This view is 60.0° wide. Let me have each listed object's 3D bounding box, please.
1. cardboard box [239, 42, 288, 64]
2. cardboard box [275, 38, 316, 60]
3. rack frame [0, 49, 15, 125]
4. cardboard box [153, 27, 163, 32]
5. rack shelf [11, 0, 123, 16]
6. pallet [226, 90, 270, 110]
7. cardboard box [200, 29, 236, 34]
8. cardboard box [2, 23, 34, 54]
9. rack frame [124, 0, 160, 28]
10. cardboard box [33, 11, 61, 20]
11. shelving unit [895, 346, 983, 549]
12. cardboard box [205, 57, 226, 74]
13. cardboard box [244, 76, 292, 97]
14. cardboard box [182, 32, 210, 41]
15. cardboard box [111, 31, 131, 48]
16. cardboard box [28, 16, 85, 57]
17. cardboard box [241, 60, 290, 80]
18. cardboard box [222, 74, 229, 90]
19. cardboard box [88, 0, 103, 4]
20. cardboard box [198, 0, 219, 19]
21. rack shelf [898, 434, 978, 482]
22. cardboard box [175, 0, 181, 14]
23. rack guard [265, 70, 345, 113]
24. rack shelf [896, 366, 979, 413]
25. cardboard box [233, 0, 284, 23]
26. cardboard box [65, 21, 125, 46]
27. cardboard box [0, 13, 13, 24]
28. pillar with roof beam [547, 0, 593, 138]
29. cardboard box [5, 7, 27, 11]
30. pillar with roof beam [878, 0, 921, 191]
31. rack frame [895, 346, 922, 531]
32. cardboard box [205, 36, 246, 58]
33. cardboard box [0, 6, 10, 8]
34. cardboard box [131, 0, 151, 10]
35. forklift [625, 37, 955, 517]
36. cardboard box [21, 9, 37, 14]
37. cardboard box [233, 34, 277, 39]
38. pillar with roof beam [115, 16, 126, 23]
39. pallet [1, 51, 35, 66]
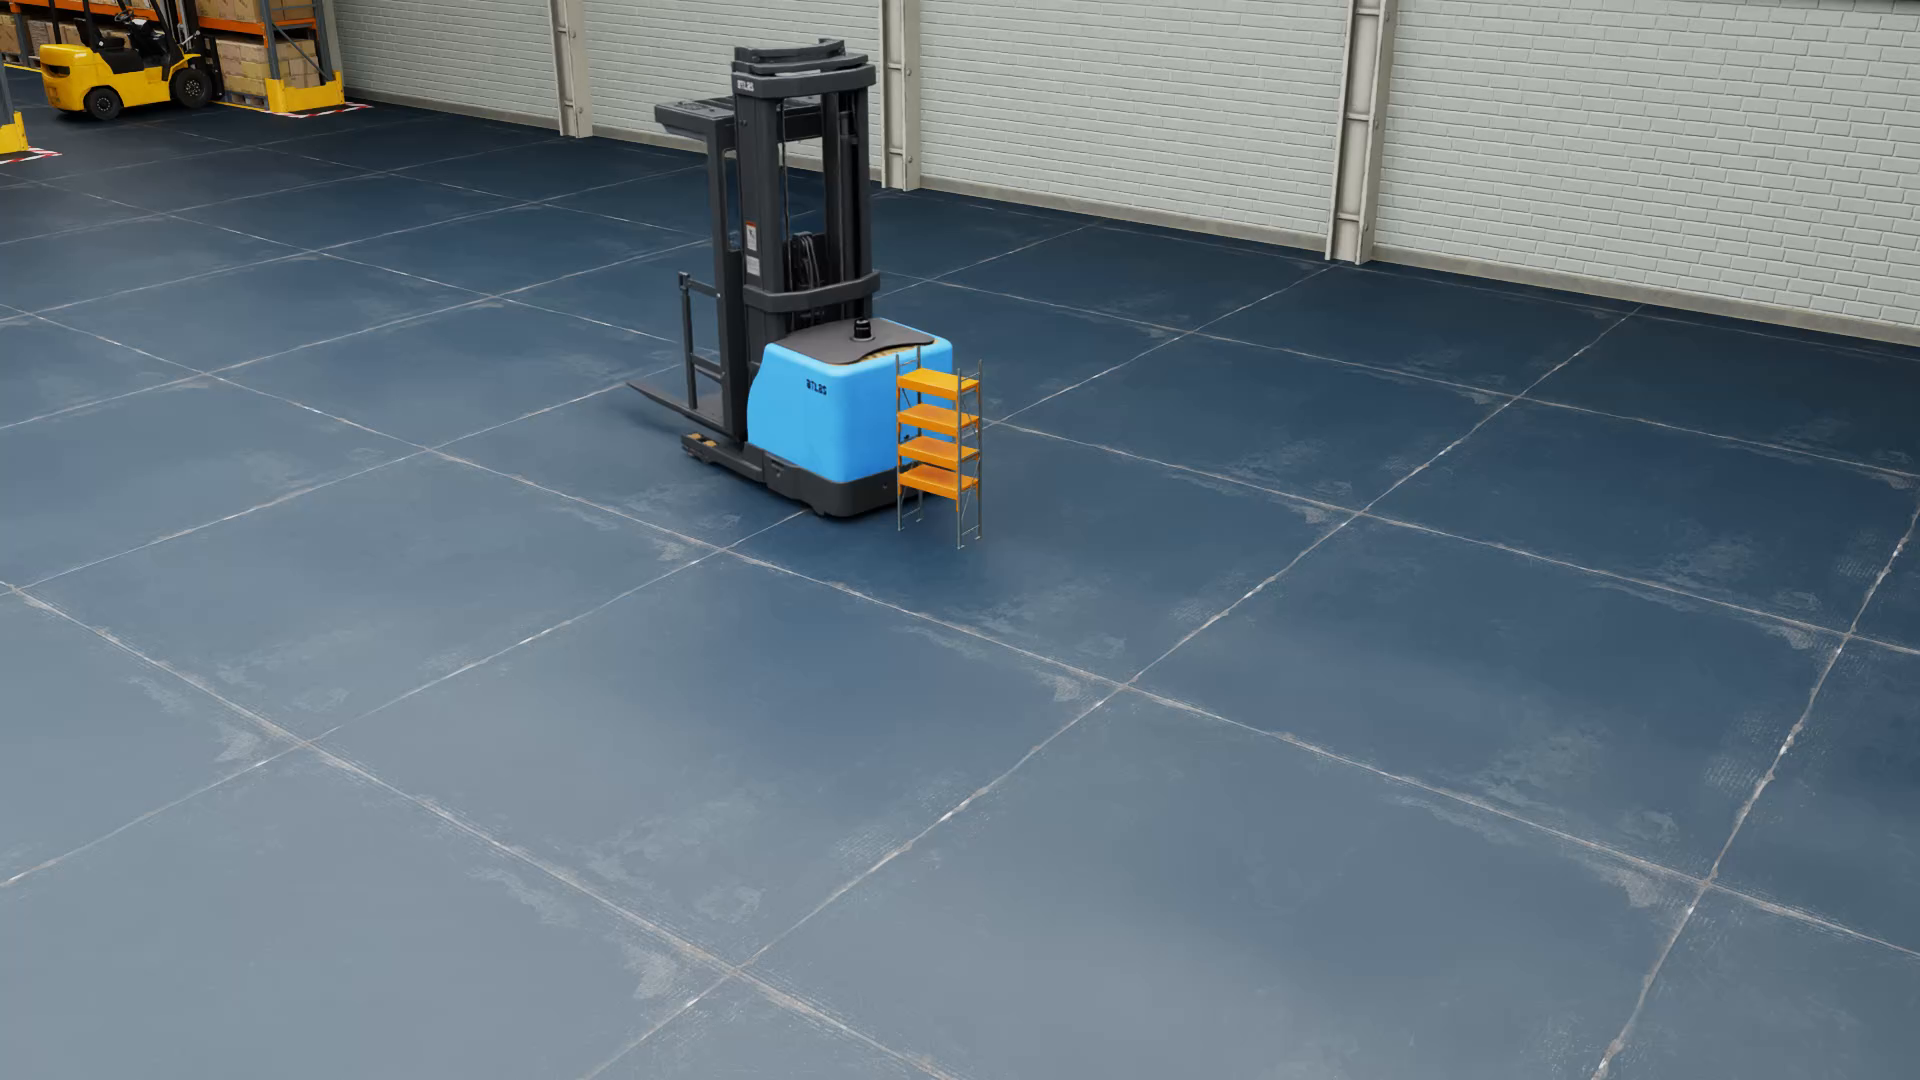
[{"bbox_3d":[-10.869,-7.615,25.962,0.500,0.250,0.500,18,29,35],"label":"cardboard box"},{"bbox_3d":[-10.585,-7.782,26.340,0.500,0.250,0.500,16,29,33],"label":"cardboard box"},{"bbox_3d":[-13.288,-6.611,22.033,0.127,3.000,1.000,17,29,33],"label":"rack frame"},{"bbox_3d":[-13.316,-8.353,27.638,0.500,0.250,0.500,16,29,33],"label":"cardboard box"},{"bbox_3d":[-15.115,-9.335,29.108,4.000,0.370,1.077,17,29,33],"label":"rack shelf"},{"bbox_3d":[-10.951,-7.108,26.621,1.213,0.211,1.003,17,29,33],"label":"pallet"},{"bbox_3d":[-12.194,-8.271,27.450,0.500,0.250,0.500,17,29,34],"label":"cardboard box"},{"bbox_3d":[-17.183,-9.229,30.555,0.500,0.500,0.500,18,29,35],"label":"cardboard box"},{"bbox_3d":[-13.515,-9.180,27.865,0.127,3.000,1.000,17,29,33],"label":"rack frame"},{"bbox_3d":[-16.946,-9.719,30.864,0.250,0.149,0.380,19,30,36],"label":"cardboard box"},{"bbox_3d":[-0.132,-0.589,10.599,0.503,1.200,0.258,17,29,33],"label":"shelving unit"},{"bbox_3d":[-11.711,-7.635,26.628,0.500,0.250,0.500,16,28,32],"label":"cardboard box"},{"bbox_3d":[-10.879,-7.159,26.166,0.500,0.250,0.500,17,29,34],"label":"cardboard box"},{"bbox_3d":[-12.508,-8.110,27.085,0.500,0.250,0.500,18,29,35],"label":"cardboard box"},{"bbox_3d":[-13.939,-8.408,28.538,0.625,0.625,0.875,18,30,36],"label":"cardboard box"},{"bbox_3d":[-16.224,-9.098,30.102,0.625,0.625,0.875,18,29,35],"label":"cardboard box"},{"bbox_3d":[-10.891,-7.392,26.077,0.500,0.250,0.500,16,29,33],"label":"cardboard box"},{"bbox_3d":[-11.666,-7.406,26.727,0.500,0.250,0.500,17,29,34],"label":"cardboard box"},{"bbox_3d":[-14.480,-9.269,28.252,0.500,0.250,0.500,17,29,33],"label":"cardboard box"},{"bbox_3d":[-11.685,-8.545,26.300,0.500,0.500,0.500,16,29,32],"label":"cardboard box"},{"bbox_3d":[-0.132,-0.528,10.626,0.480,0.148,0.258,17,29,33],"label":"rack shelf"},{"bbox_3d":[-12.484,-8.792,26.860,0.500,0.500,0.500,16,29,33],"label":"cardboard box"},{"bbox_3d":[-10.295,-7.063,26.161,0.348,0.500,1.175,17,29,33],"label":"rack guard"},{"bbox_3d":[-0.132,-0.949,10.441,0.480,0.148,0.258,17,29,33],"label":"rack shelf"},{"bbox_3d":[-10.865,-8.293,25.728,0.500,0.500,0.500,16,28,32],"label":"cardboard box"},{"bbox_3d":[-15.158,-8.780,29.380,0.625,0.625,0.875,15,28,31],"label":"cardboard box"},{"bbox_3d":[-17.499,-9.586,30.562,0.250,0.149,0.380,15,28,31],"label":"cardboard box"},{"bbox_3d":[-8.111,-8.578,19.057,0.400,9.000,9.100,17,29,33],"label":"pillar with roof beam"},{"bbox_3d":[-17.789,-9.970,31.432,0.250,0.149,0.380,16,28,32],"label":"cardboard box"},{"bbox_3d":[-3.310,-7.127,15.764,0.400,9.000,9.100,17,29,33],"label":"pillar with roof beam"},{"bbox_3d":[-0.328,-0.648,10.733,0.015,1.200,0.240,17,29,33],"label":"rack frame"},{"bbox_3d":[-11.691,-7.856,26.508,0.500,0.250,0.500,17,29,34],"label":"cardboard box"},{"bbox_3d":[-18.203,-10.094,31.713,0.250,0.149,0.380,16,28,31],"label":"cardboard box"},{"bbox_3d":[-13.316,-9.034,27.410,0.500,0.500,0.500,16,28,32],"label":"cardboard box"},{"bbox_3d":[-1.379,-2.009,11.675,1.130,2.935,3.031,-19,30,-37],"label":"forklift"},{"bbox_3d":[-17.389,-9.826,31.107,0.250,0.149,0.380,17,29,34],"label":"cardboard box"},{"bbox_3d":[-11.381,-8.026,26.894,0.500,0.250,0.500,17,29,33],"label":"cardboard box"},{"bbox_3d":[-17.713,-11.479,25.643,0.400,9.000,9.100,17,29,33],"label":"pillar with roof beam"},{"bbox_3d":[-17.290,-9.064,31.060,1.213,0.211,1.003,17,29,33],"label":"pallet"}]
